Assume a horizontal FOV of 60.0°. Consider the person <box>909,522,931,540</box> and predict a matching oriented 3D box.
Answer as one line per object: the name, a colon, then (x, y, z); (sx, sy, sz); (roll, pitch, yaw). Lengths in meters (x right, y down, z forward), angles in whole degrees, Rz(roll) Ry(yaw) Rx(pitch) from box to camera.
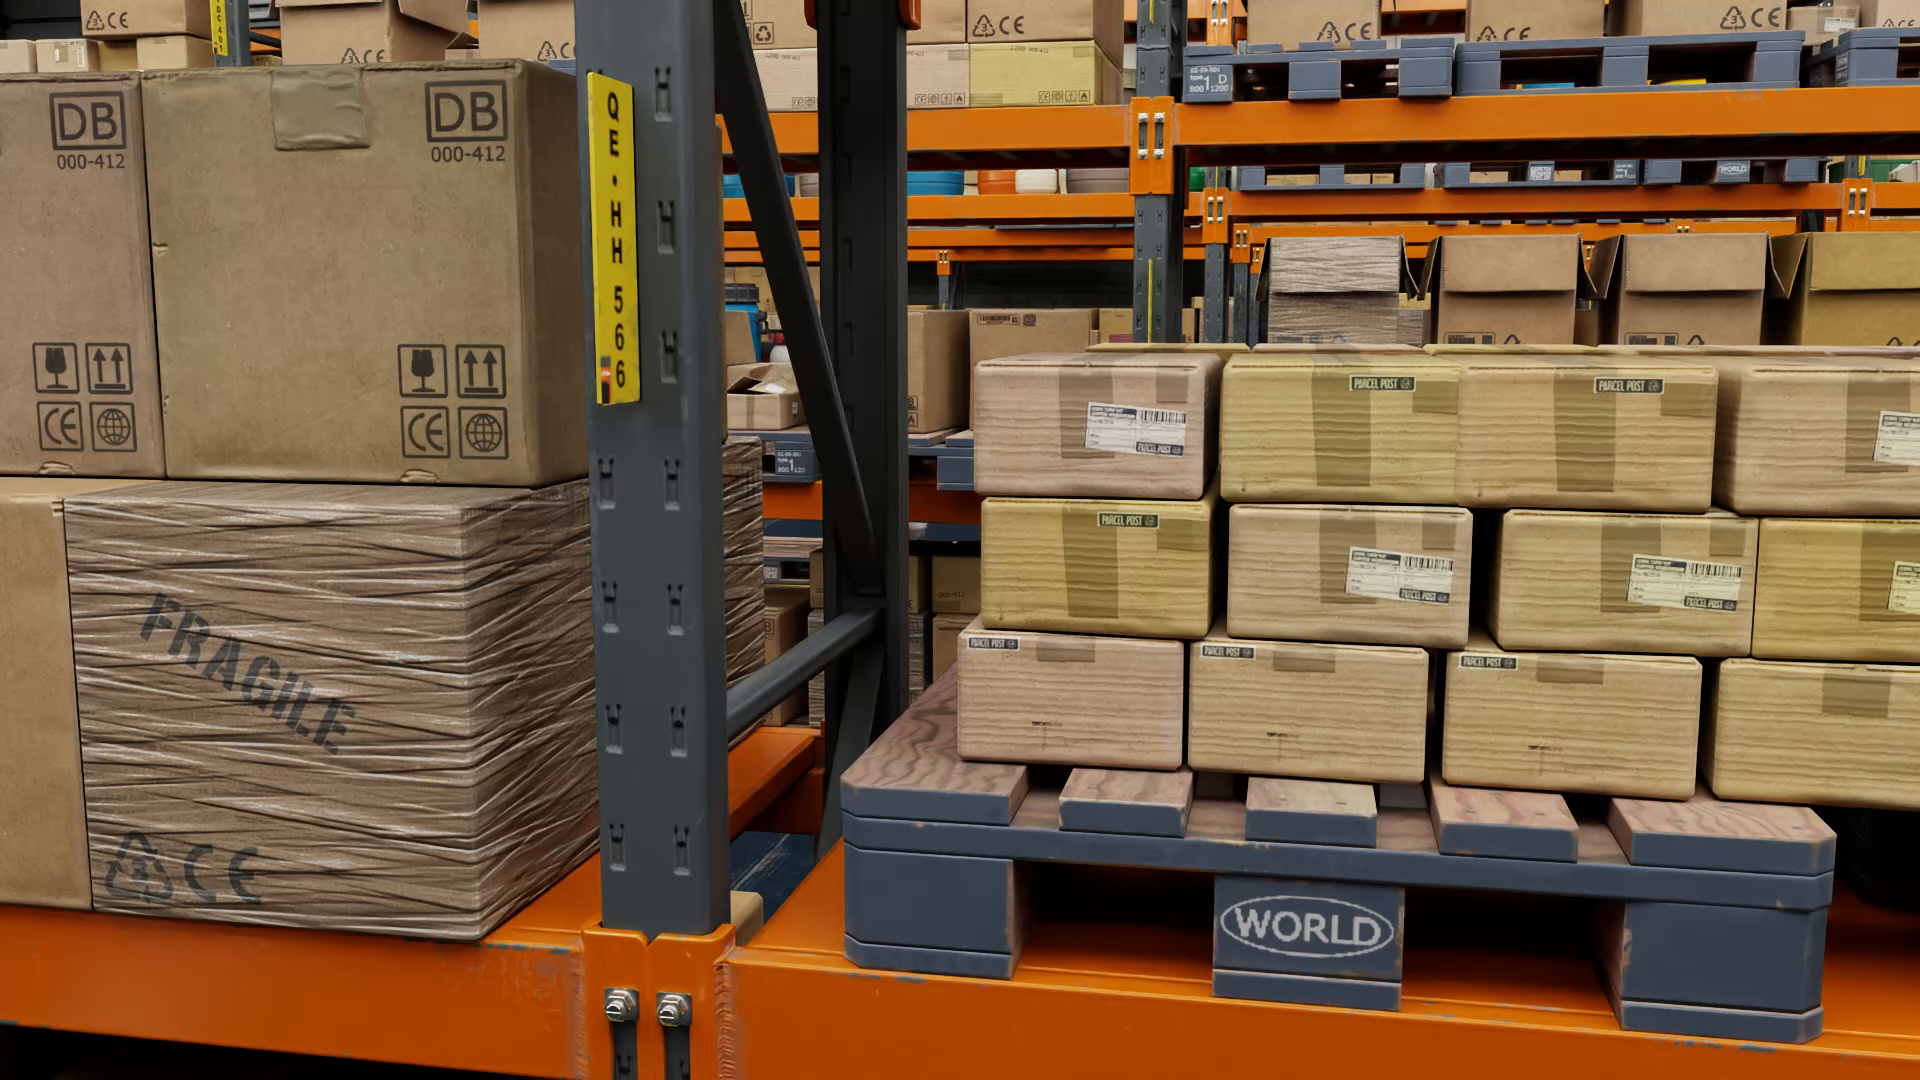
person: (-0.342, -0.066, 8.756); (0.379, 1.758, 0.571); (2, 8, 12)
